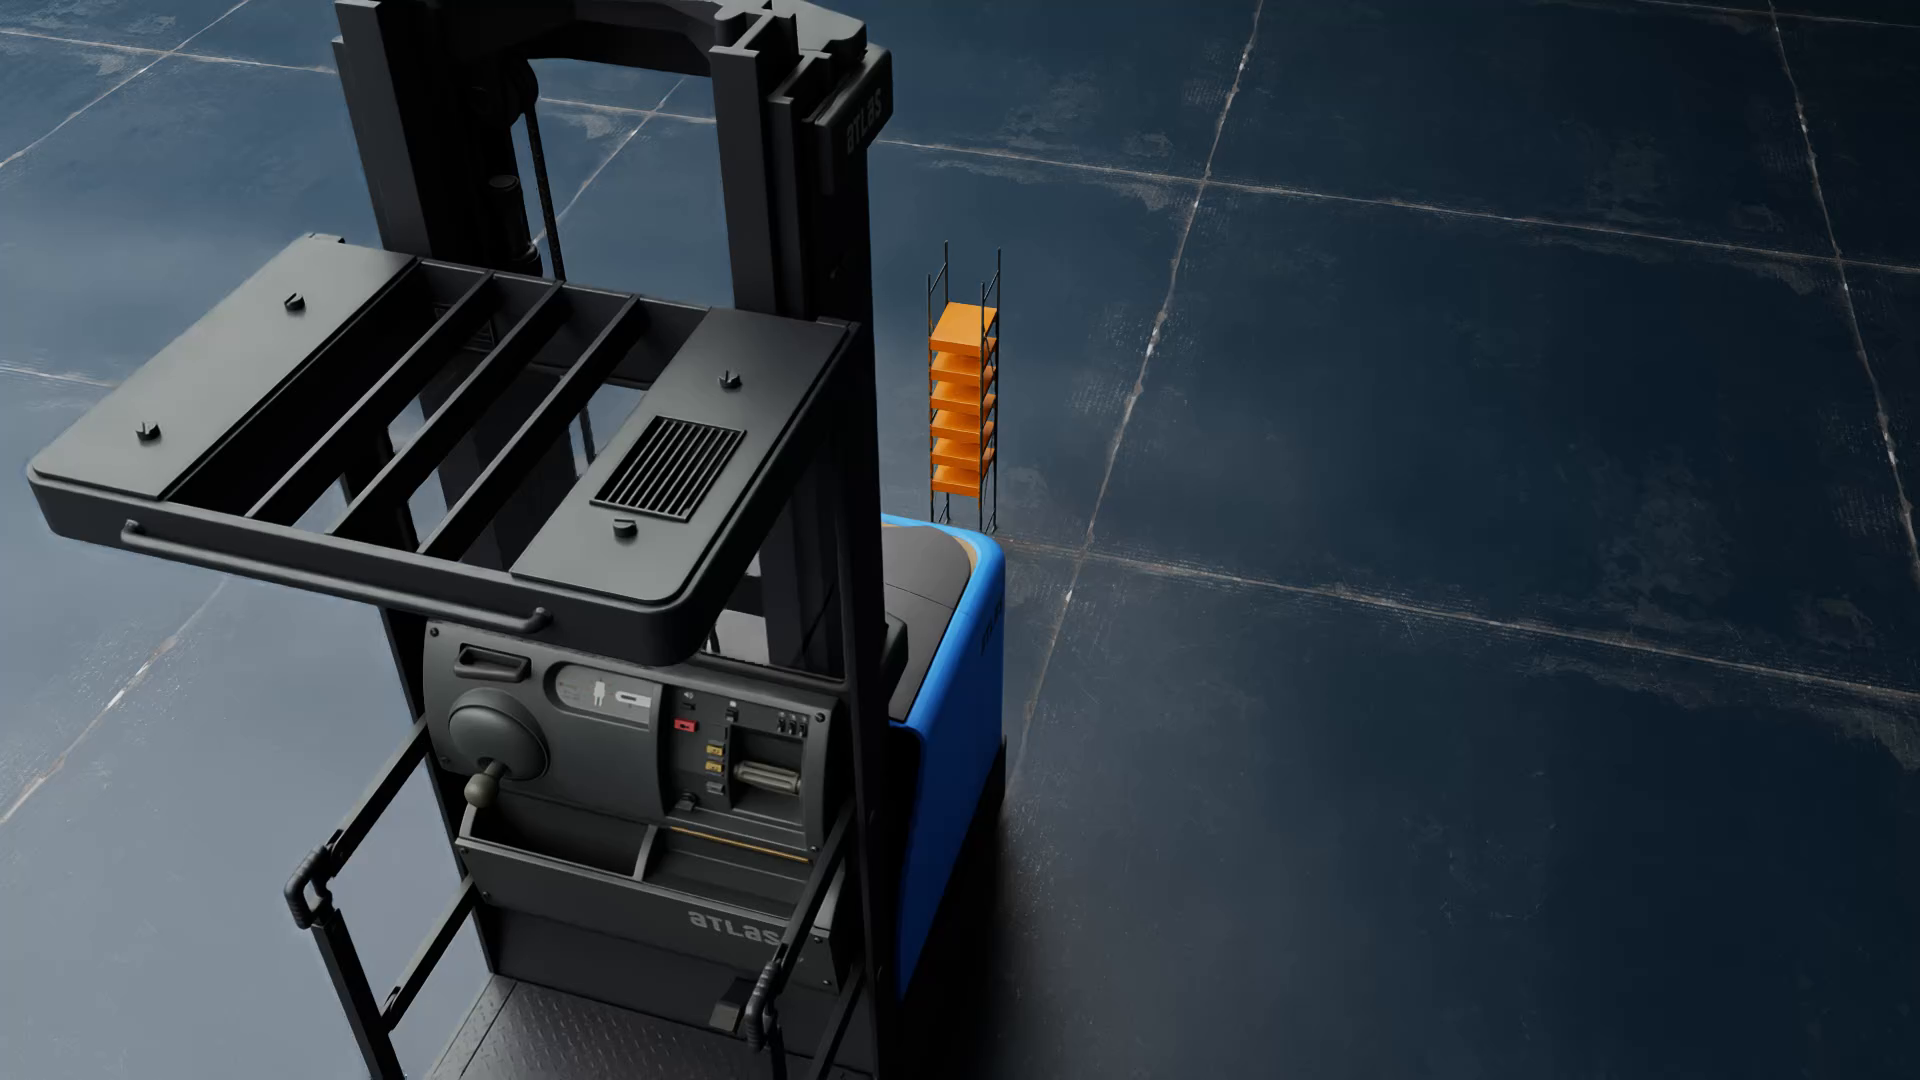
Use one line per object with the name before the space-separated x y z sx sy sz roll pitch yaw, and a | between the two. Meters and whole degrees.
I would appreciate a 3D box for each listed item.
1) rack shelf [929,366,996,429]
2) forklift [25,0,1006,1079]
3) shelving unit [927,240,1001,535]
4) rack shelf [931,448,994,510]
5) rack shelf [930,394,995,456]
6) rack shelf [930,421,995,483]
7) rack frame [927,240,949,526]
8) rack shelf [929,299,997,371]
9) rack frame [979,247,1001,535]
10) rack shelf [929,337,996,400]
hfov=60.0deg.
rack shelf | 0.014 -0.515 5.813 0.180 0.103 0.258 10 41 11
forklift | -0.772 0.506 3.368 1.130 2.935 3.031 11 41 13
shelving unit | 0.014 -0.457 5.861 0.189 1.200 0.258 10 41 11
rack shelf | 0.014 -0.239 6.044 0.180 0.103 0.258 10 41 11
rack shelf | 0.014 -0.423 5.890 0.180 0.103 0.258 10 41 11
rack shelf | 0.014 -0.331 5.967 0.180 0.103 0.258 10 41 11
rack frame | -0.074 -0.472 5.879 0.006 1.200 0.240 10 41 11
rack shelf | 0.014 -0.699 5.658 0.180 0.103 0.258 10 41 11
rack frame | 0.102 -0.442 5.843 0.006 1.200 0.240 10 41 11
rack shelf | 0.014 -0.607 5.735 0.180 0.103 0.258 10 41 11
